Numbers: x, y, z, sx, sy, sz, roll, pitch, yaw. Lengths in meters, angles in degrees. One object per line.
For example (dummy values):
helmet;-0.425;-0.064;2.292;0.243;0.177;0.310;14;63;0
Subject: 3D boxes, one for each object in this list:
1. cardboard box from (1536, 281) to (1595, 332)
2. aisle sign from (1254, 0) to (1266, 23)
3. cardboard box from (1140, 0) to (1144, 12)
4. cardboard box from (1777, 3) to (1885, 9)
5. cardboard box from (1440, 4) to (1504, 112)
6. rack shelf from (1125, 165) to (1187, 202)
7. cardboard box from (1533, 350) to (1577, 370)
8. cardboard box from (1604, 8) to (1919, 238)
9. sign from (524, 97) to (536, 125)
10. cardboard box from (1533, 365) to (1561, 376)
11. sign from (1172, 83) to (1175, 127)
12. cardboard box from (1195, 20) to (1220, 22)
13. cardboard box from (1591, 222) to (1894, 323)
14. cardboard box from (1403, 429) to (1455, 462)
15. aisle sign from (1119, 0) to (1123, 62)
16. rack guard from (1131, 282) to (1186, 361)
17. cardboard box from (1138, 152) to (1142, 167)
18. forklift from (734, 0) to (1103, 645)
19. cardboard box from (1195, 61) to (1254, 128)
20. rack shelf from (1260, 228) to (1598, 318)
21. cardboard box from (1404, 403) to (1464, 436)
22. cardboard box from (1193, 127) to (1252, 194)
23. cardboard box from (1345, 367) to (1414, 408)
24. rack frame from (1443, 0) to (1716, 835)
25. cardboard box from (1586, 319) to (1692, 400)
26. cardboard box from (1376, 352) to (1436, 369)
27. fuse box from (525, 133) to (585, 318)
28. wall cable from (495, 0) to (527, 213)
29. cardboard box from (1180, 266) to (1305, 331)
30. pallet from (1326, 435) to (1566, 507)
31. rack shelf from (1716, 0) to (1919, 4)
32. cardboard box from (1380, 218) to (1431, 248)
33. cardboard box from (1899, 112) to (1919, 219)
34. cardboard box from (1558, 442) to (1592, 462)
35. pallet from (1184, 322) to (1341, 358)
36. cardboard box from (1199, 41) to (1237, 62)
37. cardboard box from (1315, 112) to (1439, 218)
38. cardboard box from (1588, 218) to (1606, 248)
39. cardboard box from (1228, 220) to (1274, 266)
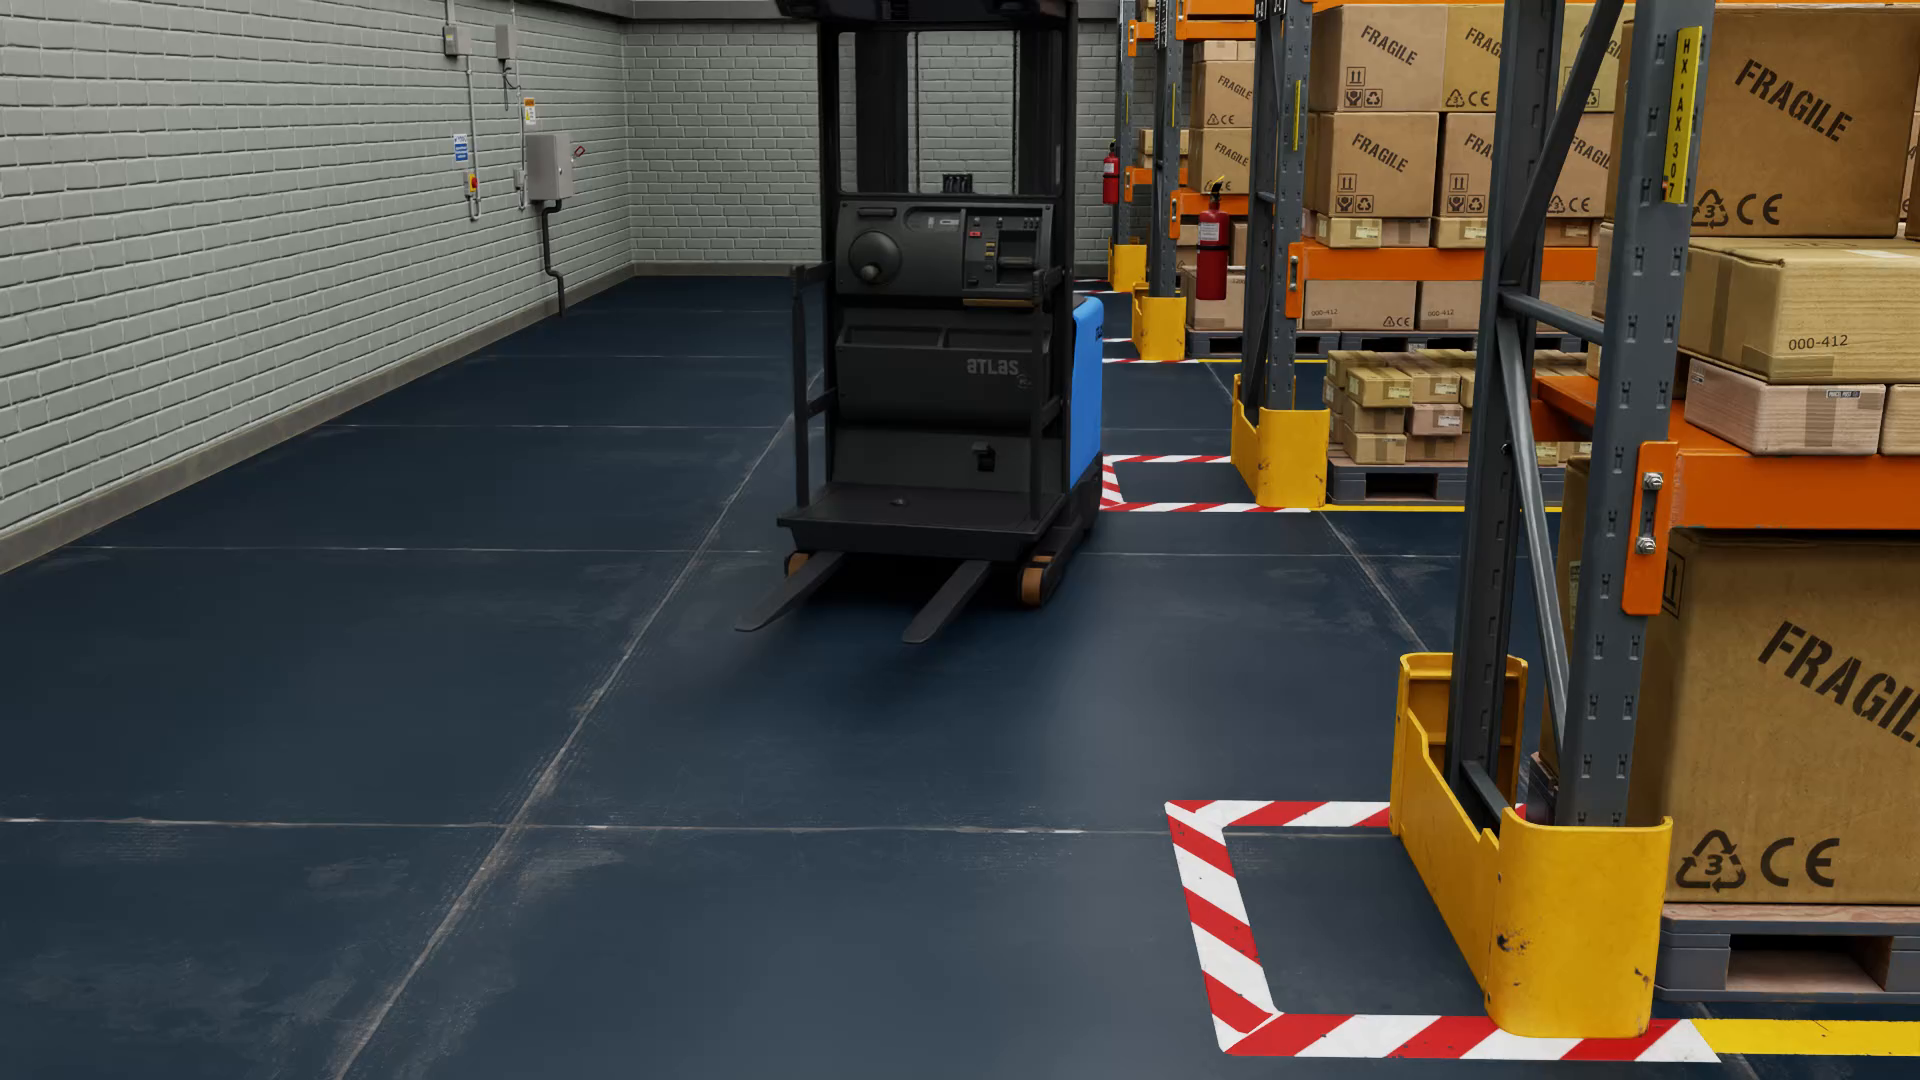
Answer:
cardboard box;5.033;-1.996;13.725;0.875;0.438;0.875;0;15;1
aisle sign;1.568;-3.098;8.605;0.004;0.787;0.394;0;15;1
cardboard box;2.234;-5.881;18.080;0.500;0.250;0.500;0;15;0
cardboard box;4.127;-2.356;8.152;0.500;0.500;0.500;1;15;3
cardboard box;2.580;-2.367;8.192;0.500;0.500;0.500;1;15;3
rack shelf;3.781;-3.932;18.272;4.000;0.370;1.077;0;15;1
cardboard box;3.208;-0.946;9.145;0.250;0.149;0.380;1;15;4
cardboard box;1.900;-0.997;3.980;0.500;0.500;0.500;1;15;2
sign;-3.987;-3.979;15.421;0.001;0.242;0.339;0;15;1
cardboard box;2.926;-0.800;8.591;0.250;0.149;0.380;0;15;-1
sign;1.639;-3.342;12.775;0.005;0.325;0.100;0;15;1
cardboard box;2.613;-5.559;17.642;0.250;0.149;0.380;0;15;2
cardboard box;1.897;-0.635;4.078;0.500;0.250;0.500;0;15;1
cardboard box;2.413;-0.522;8.705;0.250;0.149;0.380;0;15;1
aisle sign;1.706;-5.475;17.616;0.004;0.787;0.394;0;15;1
rack guard;1.635;-1.818;13.751;0.348;0.500;1.175;0;15;1
cardboard box;2.120;-4.237;18.513;0.250;0.149;0.380;0;15;1
forklift;-0.116;-1.248;6.823;1.130;2.935;3.031;3;15;13
cardboard box;2.132;-3.483;13.004;0.500;0.500;0.500;0;15;0
rack shelf;3.633;-1.403;8.687;4.000;0.370;1.077;0;15;1
cardboard box;2.423;-0.647;8.594;0.250;0.149;0.380;0;15;1
cardboard box;2.131;-2.999;13.130;0.500;0.500;0.500;0;15;1
cardboard box;2.149;-0.786;8.537;0.250;0.149;0.380;0;15;-1
rack frame;1.406;-0.499;3.853;0.127;3.000;1.000;0;15;1
cardboard box;1.770;-0.460;4.194;0.250;0.149;0.380;1;15;2
cardboard box;2.419;-0.921;9.049;0.250;0.149;0.380;1;15;3
fuse box;-3.779;-2.969;15.740;0.414;1.711;0.539;0;15;1
wall cable;-3.954;-3.910;14.790;0.122;1.984;0.588;0;15;1
cardboard box;2.321;-2.012;13.785;0.875;0.438;0.875;0;15;0
pallet;2.521;-0.400;8.944;1.213;0.211;1.003;0;15;1
rack shelf;7.657;-4.090;12.993;4.000;0.370;1.077;0;15;1
cardboard box;2.205;-1.565;8.385;0.250;0.149;0.380;1;15;3
cardboard box;4.622;-1.864;8.248;0.500;0.500;0.500;0;15;0
cardboard box;3.171;-0.515;8.679;0.250;0.149;0.380;0;15;2
pallet;2.460;-1.693;13.843;1.213;0.211;1.003;0;15;1
cardboard box;2.007;-3.799;12.932;0.250;0.149;0.380;1;15;3
cardboard box;2.075;-1.882;8.316;0.500;0.500;0.500;1;15;4
cardboard box;3.251;-1.566;8.389;0.250;0.149;0.380;0;15;0
cardboard box;3.245;-3.243;18.330;0.500;0.500;0.700;1;15;4
